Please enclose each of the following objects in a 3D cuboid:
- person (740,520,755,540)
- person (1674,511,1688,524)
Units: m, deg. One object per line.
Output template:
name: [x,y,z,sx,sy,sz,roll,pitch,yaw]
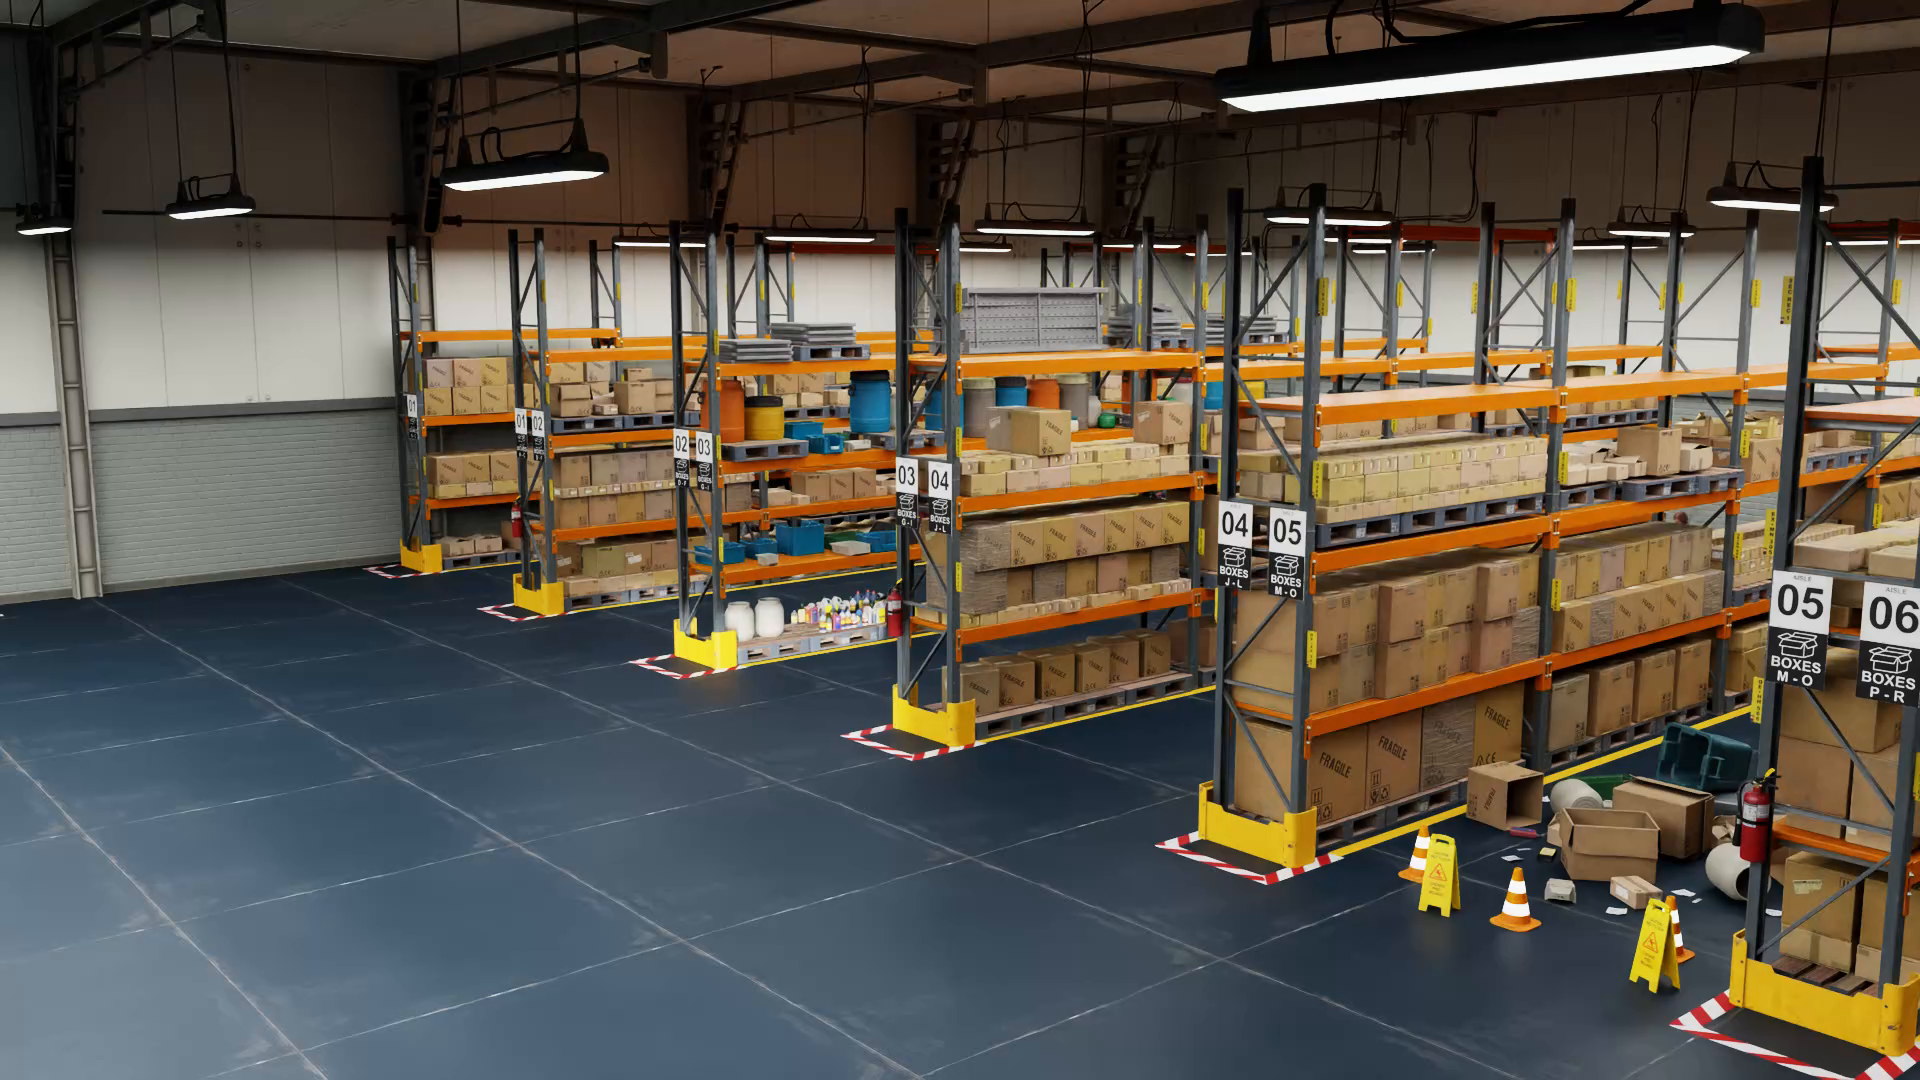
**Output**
person: [-4.303,-0.635,32.412,0.527,1.646,0.513,-4,10,-25]
person: [11.509,0.302,26.598,0.972,1.540,0.408,-8,12,-40]
